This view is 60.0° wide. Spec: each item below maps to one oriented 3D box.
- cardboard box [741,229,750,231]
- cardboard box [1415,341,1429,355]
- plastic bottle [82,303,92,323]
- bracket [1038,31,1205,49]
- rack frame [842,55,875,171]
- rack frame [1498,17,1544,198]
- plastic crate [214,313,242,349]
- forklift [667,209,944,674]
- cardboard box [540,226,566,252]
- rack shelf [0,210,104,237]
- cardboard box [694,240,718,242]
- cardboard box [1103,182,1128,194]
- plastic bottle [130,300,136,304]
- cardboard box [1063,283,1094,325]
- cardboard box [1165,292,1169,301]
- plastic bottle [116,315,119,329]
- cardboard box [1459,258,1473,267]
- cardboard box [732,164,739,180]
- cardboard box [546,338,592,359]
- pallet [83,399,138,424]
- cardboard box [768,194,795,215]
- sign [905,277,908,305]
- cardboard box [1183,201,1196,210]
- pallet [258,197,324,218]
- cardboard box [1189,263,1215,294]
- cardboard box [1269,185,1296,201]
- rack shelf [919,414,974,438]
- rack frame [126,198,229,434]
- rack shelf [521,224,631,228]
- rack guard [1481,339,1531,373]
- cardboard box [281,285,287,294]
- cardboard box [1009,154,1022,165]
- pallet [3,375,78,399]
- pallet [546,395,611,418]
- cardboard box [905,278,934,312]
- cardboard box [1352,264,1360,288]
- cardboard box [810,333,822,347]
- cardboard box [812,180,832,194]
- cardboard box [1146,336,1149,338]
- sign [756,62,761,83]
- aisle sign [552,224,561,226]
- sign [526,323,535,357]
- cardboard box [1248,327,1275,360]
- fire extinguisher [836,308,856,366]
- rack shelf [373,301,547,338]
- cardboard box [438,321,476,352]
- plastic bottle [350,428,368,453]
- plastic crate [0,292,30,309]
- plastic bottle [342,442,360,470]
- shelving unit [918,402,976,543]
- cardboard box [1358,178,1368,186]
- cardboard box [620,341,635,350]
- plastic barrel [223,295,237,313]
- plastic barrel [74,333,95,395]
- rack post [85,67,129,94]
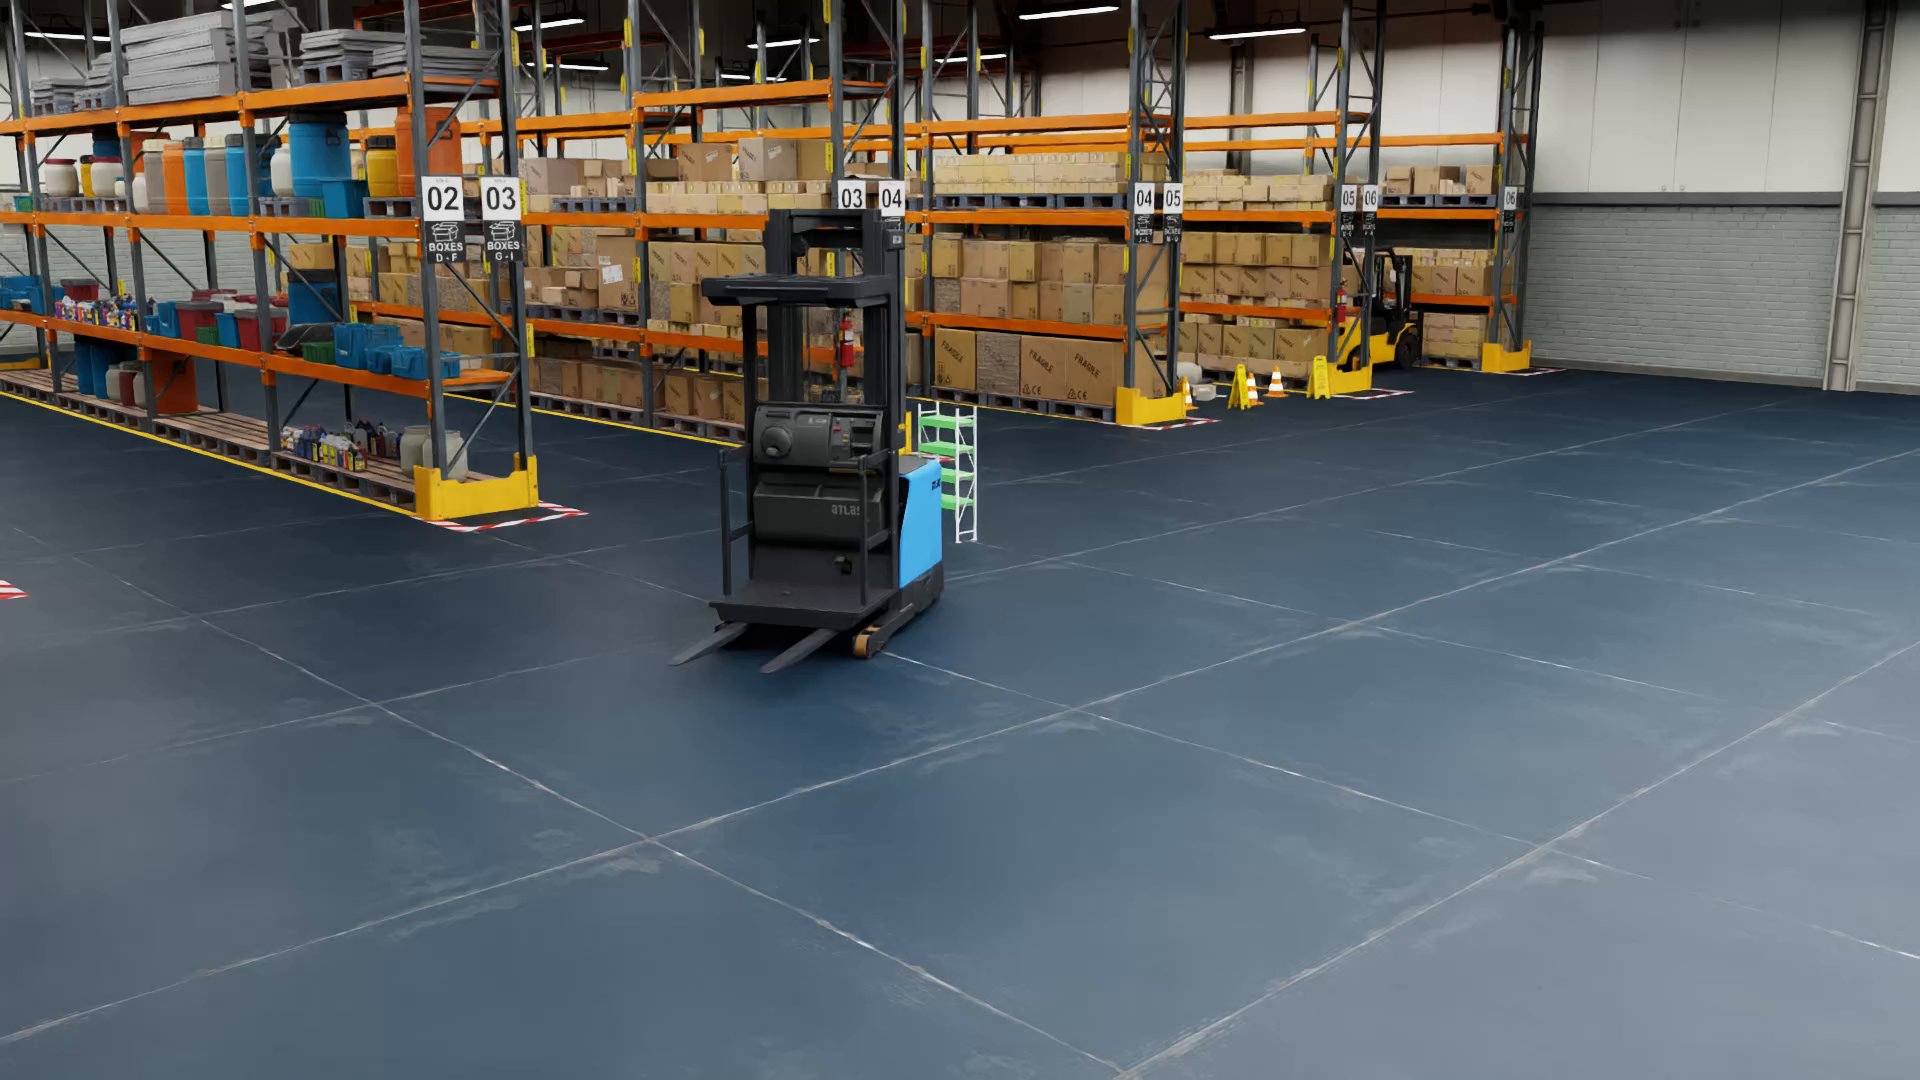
[{"bbox_3d":[-4.552,-6.838,36.337,0.380,0.149,0.250,-10,15,-41],"label":"cardboard box"},{"bbox_3d":[8.482,-3.543,30.450,0.500,0.250,0.500,-11,16,-42],"label":"cardboard box"},{"bbox_3d":[-12.070,-3.149,23.071,0.152,0.276,0.135,-11,16,-43],"label":"plastic bottle"},{"bbox_3d":[3.416,-10.703,35.640,0.076,0.066,4.783,-11,16,-43],"label":"bracket"},{"bbox_3d":[-2.164,-8.509,33.912,1.000,3.000,0.127,-11,16,-43],"label":"rack frame"},{"bbox_3d":[9.711,-7.450,28.772,1.000,3.000,0.127,-11,16,-43],"label":"rack frame"},{"bbox_3d":[-8.375,-2.442,19.370,0.392,0.384,0.575,-11,16,-43],"label":"plastic crate"},{"bbox_3d":[-1.034,-0.733,11.207,1.130,2.935,3.031,3,12,16],"label":"forklift"},{"bbox_3d":[-7.965,-5.959,32.940,0.500,0.500,0.500,-10,15,-41],"label":"cardboard box"},{"bbox_3d":[-14.295,-4.908,25.651,1.077,0.370,4.000,-11,16,-43],"label":"rack shelf"},{"bbox_3d":[-3.297,-3.679,21.874,0.500,0.500,0.500,-11,16,-43],"label":"cardboard box"},{"bbox_3d":[2.138,-4.717,22.274,0.380,0.149,0.250,-11,16,-43],"label":"cardboard box"},{"bbox_3d":[-11.807,-3.300,23.800,0.152,0.276,0.135,-11,16,-43],"label":"plastic bottle"},{"bbox_3d":[1.928,-3.314,23.189,0.875,0.550,0.550,-11,16,-43],"label":"cardboard box"},{"bbox_3d":[3.558,-4.160,28.292,0.380,0.149,0.250,-10,15,-41],"label":"cardboard box"},{"bbox_3d":[-11.166,-2.914,22.113,0.097,0.201,0.097,0,12,0],"label":"plastic bottle"},{"bbox_3d":[9.071,-4.923,29.518,0.380,0.149,0.250,-11,16,-42],"label":"cardboard box"},{"bbox_3d":[-3.744,-6.271,28.338,0.396,0.266,0.258,-11,16,-43],"label":"cardboard box"},{"bbox_3d":[-5.711,-2.795,24.290,0.500,0.250,0.500,-9,14,-36],"label":"cardboard box"},{"bbox_3d":[-11.564,-1.837,23.307,1.003,0.211,1.213,-11,16,-43],"label":"pallet"},{"bbox_3d":[-1.908,-3.942,19.548,0.500,0.250,0.500,-11,16,-42],"label":"cardboard box"},{"bbox_3d":[-0.652,-2.938,19.594,0.100,0.325,0.005,-11,16,-43],"label":"sign"},{"bbox_3d":[3.934,-5.561,27.658,0.380,0.149,0.250,-10,15,-41],"label":"cardboard box"},{"bbox_3d":[-6.820,-3.617,18.069,1.213,0.211,1.003,-11,16,-43],"label":"pallet"},{"bbox_3d":[4.164,-4.350,27.606,0.500,0.500,0.500,-11,16,-43],"label":"cardboard box"},{"bbox_3d":[5.238,-5.474,26.246,0.500,0.250,0.500,-11,16,-43],"label":"cardboard box"},{"bbox_3d":[-0.114,-1.019,14.824,0.258,0.148,0.480,-11,16,-43],"label":"rack shelf"},{"bbox_3d":[-10.151,-2.916,21.631,1.000,3.000,0.127,-11,16,-43],"label":"rack frame"},{"bbox_3d":[-7.055,-6.275,32.284,1.077,0.370,4.000,-11,16,-43],"label":"rack shelf"},{"bbox_3d":[9.727,-3.284,29.612,1.175,0.500,0.348,-11,16,-43],"label":"rack guard"},{"bbox_3d":[-12.087,-4.553,30.199,0.380,0.149,0.250,-11,16,-42],"label":"cardboard box"},{"bbox_3d":[0.907,-5.368,23.455,0.380,0.149,0.250,-11,16,-43],"label":"cardboard box"},{"bbox_3d":[-14.296,-2.414,26.105,1.003,0.211,1.213,-11,16,-43],"label":"pallet"},{"bbox_3d":[-5.192,-1.948,23.844,1.003,0.211,1.213,-11,16,-43],"label":"pallet"},{"bbox_3d":[-0.703,-3.787,25.610,0.500,0.500,0.500,-11,16,-43],"label":"cardboard box"},{"bbox_3d":[7.438,-4.970,31.352,0.500,0.500,0.500,-11,16,-42],"label":"cardboard box"},{"bbox_3d":[-1.562,-2.365,19.579,0.380,0.149,0.250,-11,16,-43],"label":"cardboard box"},{"bbox_3d":[-1.462,-4.027,18.972,0.380,0.149,0.250,-11,16,-43],"label":"cardboard box"},{"bbox_3d":[2.997,-3.398,29.443,0.950,0.372,0.625,-11,16,-42],"label":"cardboard box"},{"bbox_3d":[-3.297,-7.640,27.183,0.100,0.325,0.005,-11,16,-43],"label":"sign"},{"bbox_3d":[-8.270,-6.776,33.924,0.394,0.787,0.004,-11,16,-43],"label":"aisle sign"},{"bbox_3d":[-4.226,-1.960,16.305,0.100,0.325,0.005,-11,16,-43],"label":"sign"},{"bbox_3d":[5.019,-3.202,26.935,0.500,0.500,0.500,-10,15,-40],"label":"cardboard box"},{"bbox_3d":[-1.298,-2.320,18.929,0.296,0.674,0.183,-11,16,-43],"label":"fire extinguisher"},{"bbox_3d":[-7.950,-3.546,26.470,1.077,0.370,4.000,-11,16,-43],"label":"rack shelf"},{"bbox_3d":[-7.640,-3.006,26.293,1.225,0.875,0.875,-11,16,-42],"label":"cardboard box"},{"bbox_3d":[-6.693,-1.107,18.513,0.152,0.276,0.135,-11,16,-43],"label":"plastic bottle"},{"bbox_3d":[-14.627,-3.713,25.766,0.416,0.233,0.300,-11,16,-43],"label":"plastic crate"},{"bbox_3d":[-6.366,-0.877,17.396,0.152,0.276,0.135,-11,16,-42],"label":"plastic bottle"},{"bbox_3d":[-0.114,-0.612,14.908,0.258,1.200,0.503,-11,16,-43],"label":"shelving unit"},{"bbox_3d":[7.347,-6.620,31.110,0.500,0.311,0.500,-10,16,-41],"label":"cardboard box"},{"bbox_3d":[-6.191,-3.685,31.390,0.380,0.149,0.250,-11,16,-42],"label":"cardboard box"},{"bbox_3d":[-8.995,-2.789,20.737,0.421,0.512,0.421,0,12,0],"label":"plastic barrel"},{"bbox_3d":[-12.550,-2.596,24.237,0.600,0.901,0.708,-11,16,-43],"label":"plastic barrel"},{"bbox_3d":[-10.681,-5.917,21.519,0.954,0.300,0.937,-11,16,-43],"label":"rack post"}]
